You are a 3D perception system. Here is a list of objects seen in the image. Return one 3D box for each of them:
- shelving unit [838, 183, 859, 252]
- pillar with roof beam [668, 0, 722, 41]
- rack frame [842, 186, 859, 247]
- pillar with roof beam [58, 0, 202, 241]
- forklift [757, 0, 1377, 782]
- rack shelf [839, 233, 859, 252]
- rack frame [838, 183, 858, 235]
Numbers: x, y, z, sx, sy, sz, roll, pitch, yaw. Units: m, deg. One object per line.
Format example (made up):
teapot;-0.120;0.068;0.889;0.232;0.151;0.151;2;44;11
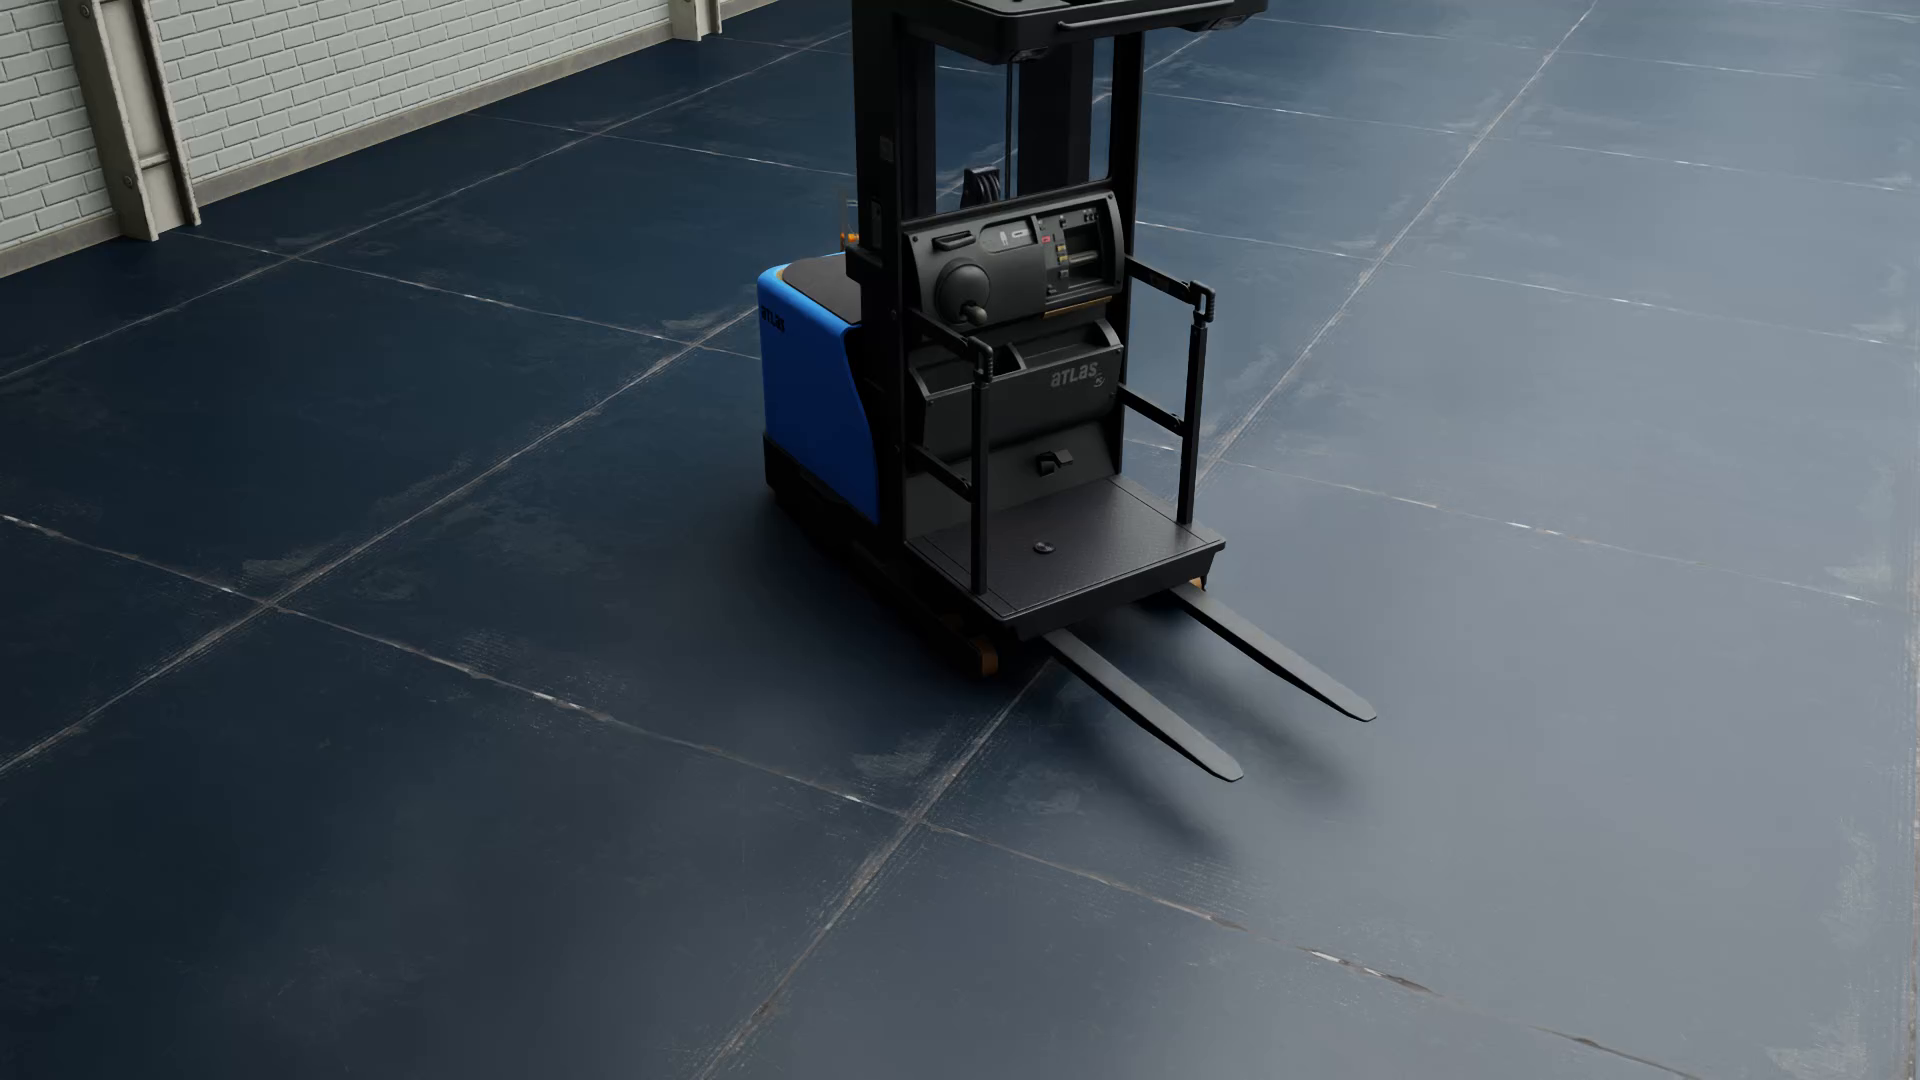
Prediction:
shelving unit;-0.421;-1.088;7.924;0.258;1.200;0.189;-4;17;-8
pillar with roof beam;1.393;-7.602;11.451;9.100;9.000;0.400;14;33;23
rack frame;-0.407;-1.061;7.837;0.240;1.200;0.006;-4;17;-8
pillar with roof beam;-1.340;-4.942;6.819;9.100;9.000;0.400;14;33;23
forklift;0.339;-1.011;6.068;1.130;2.935;3.031;-18;34;-28
rack shelf;-0.430;-1.389;7.830;0.258;0.103;0.180;-4;17;-8
rack frame;-0.435;-1.114;8.010;0.240;1.200;0.006;-4;17;-8
